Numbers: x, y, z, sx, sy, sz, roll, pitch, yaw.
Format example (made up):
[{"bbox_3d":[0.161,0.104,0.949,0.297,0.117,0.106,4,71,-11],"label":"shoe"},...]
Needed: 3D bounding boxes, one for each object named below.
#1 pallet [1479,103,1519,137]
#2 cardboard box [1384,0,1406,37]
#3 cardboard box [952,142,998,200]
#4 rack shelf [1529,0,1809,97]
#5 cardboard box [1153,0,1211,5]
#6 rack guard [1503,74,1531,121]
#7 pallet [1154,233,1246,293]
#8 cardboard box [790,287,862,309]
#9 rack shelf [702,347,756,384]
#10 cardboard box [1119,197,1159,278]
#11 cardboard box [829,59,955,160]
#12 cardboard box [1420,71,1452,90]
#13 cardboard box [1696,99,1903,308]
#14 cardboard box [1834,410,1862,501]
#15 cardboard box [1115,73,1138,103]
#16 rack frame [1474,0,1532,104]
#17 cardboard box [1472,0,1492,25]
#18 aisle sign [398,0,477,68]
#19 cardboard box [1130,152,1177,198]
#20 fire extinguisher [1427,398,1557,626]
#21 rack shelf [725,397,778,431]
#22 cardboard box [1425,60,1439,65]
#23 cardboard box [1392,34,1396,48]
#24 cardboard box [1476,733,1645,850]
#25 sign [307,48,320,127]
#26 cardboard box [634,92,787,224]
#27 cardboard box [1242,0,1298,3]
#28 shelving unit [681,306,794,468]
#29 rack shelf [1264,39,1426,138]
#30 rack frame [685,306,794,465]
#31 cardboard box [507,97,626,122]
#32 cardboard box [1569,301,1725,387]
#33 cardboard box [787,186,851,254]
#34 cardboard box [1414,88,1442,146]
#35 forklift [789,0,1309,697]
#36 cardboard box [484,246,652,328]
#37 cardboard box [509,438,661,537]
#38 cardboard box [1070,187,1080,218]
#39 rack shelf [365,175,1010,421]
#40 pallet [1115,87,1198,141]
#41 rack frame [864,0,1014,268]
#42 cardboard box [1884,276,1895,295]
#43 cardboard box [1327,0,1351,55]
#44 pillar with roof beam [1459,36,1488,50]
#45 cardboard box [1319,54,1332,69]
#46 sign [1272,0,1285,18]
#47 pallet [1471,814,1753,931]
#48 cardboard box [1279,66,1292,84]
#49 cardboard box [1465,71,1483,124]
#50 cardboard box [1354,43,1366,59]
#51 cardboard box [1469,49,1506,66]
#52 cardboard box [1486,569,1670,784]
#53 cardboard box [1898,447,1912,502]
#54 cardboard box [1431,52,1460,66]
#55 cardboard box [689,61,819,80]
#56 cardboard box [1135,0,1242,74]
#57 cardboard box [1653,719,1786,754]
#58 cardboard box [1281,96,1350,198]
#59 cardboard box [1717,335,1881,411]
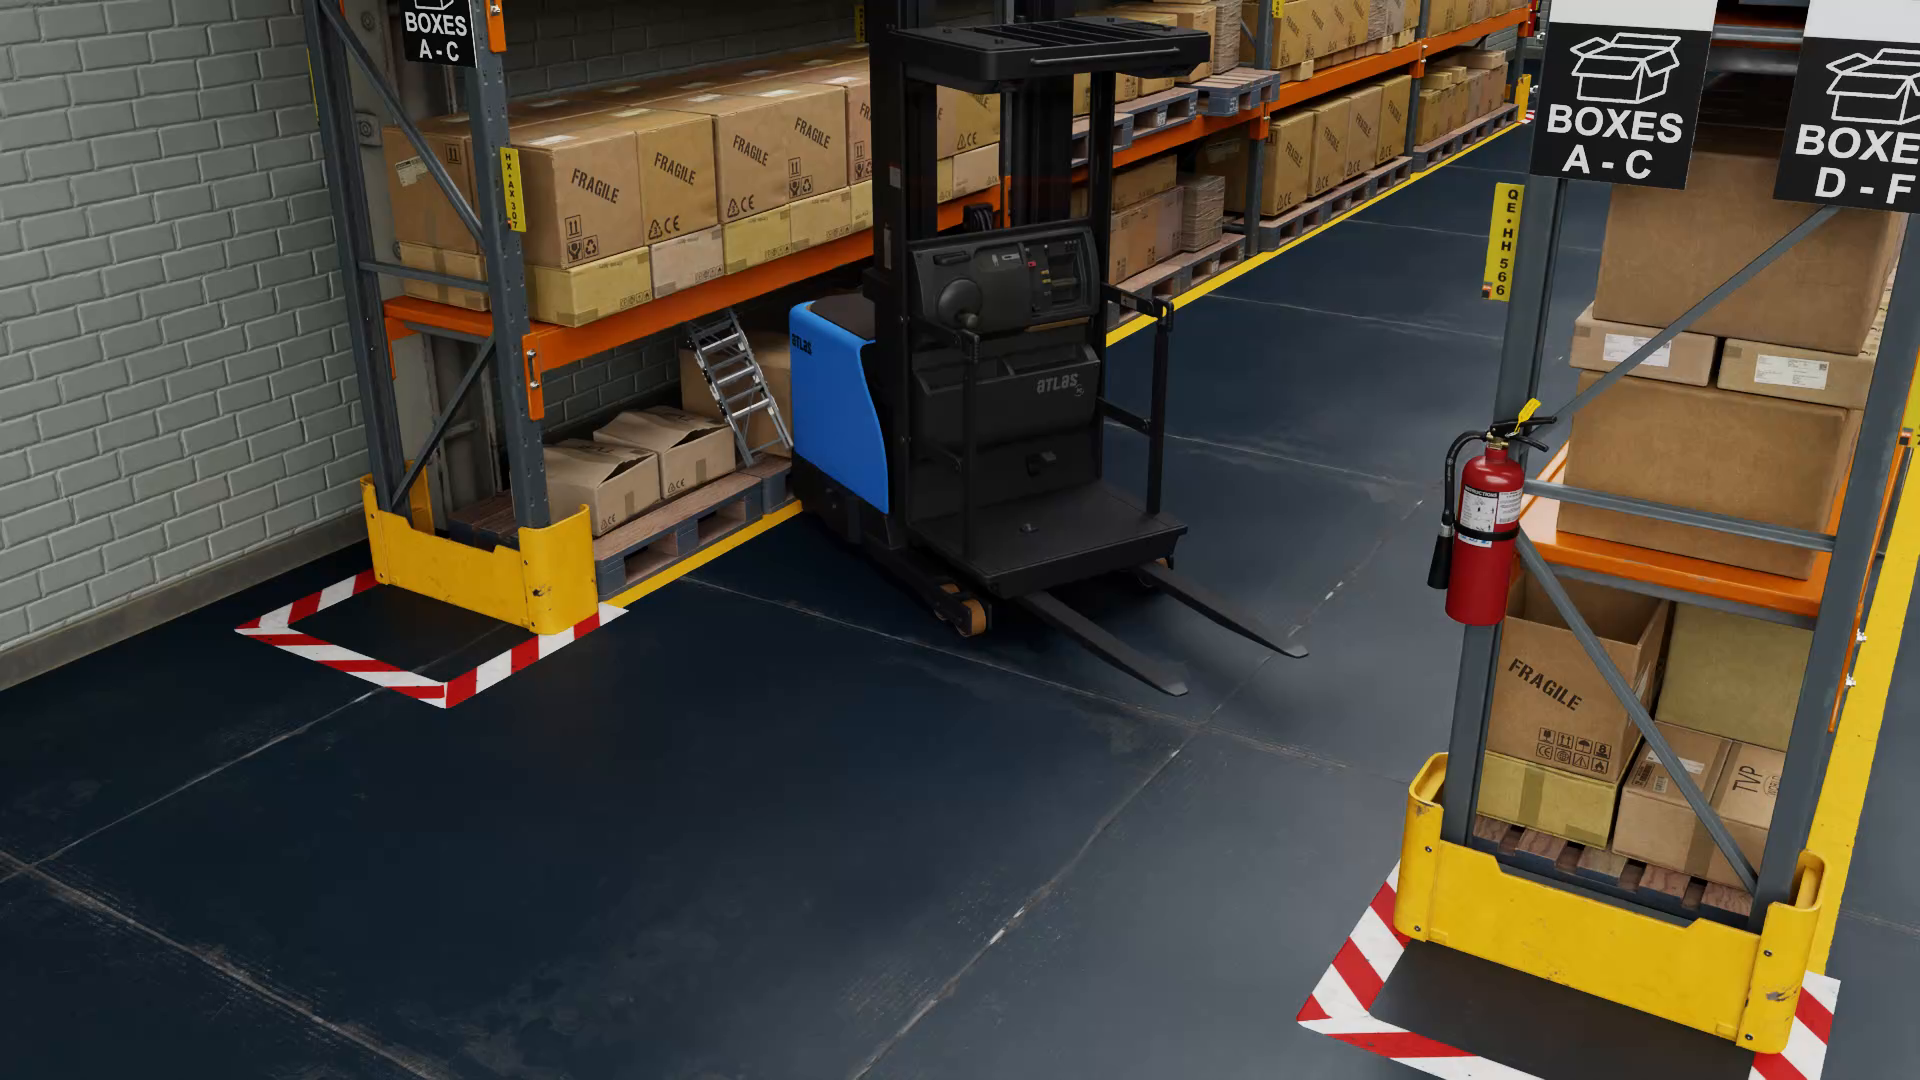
[{"bbox_3d":[5.850,-4.938,19.391,1.003,0.211,1.213,14,27,29],"label":"pallet"},{"bbox_3d":[3.805,-4.963,15.413,0.500,0.500,0.500,14,27,29],"label":"cardboard box"},{"bbox_3d":[-0.117,-2.171,9.653,0.500,0.250,0.500,14,27,29],"label":"cardboard box"},{"bbox_3d":[3.031,-1.789,5.736,1.077,0.370,4.000,14,27,29],"label":"rack shelf"},{"bbox_3d":[1.671,-4.115,12.484,0.380,0.149,0.250,9,25,20],"label":"cardboard box"},{"bbox_3d":[6.218,-5.365,20.014,1.175,0.500,0.348,14,27,29],"label":"rack guard"},{"bbox_3d":[1.572,-2.261,13.207,1.003,0.211,1.213,14,27,29],"label":"pallet"},{"bbox_3d":[-0.638,-1.150,9.724,0.500,0.500,0.500,12,26,25],"label":"cardboard box"},{"bbox_3d":[-1.172,-0.884,8.429,0.258,0.077,0.200,-25,4,-11],"label":"rack shelf"},{"bbox_3d":[1.041,-2.282,12.338,0.700,0.500,0.500,14,27,29],"label":"cardboard box"},{"bbox_3d":[-0.370,-2.344,9.110,0.500,0.500,0.500,14,27,29],"label":"cardboard box"},{"bbox_3d":[4.912,-4.806,17.377,0.380,0.149,0.250,15,28,31],"label":"cardboard box"},{"bbox_3d":[2.533,-1.060,5.164,0.700,0.500,0.500,13,27,28],"label":"cardboard box"},{"bbox_3d":[2.506,-0.446,5.379,0.700,0.500,0.500,15,27,30],"label":"cardboard box"},{"bbox_3d":[0.794,-3.282,11.377,0.700,0.500,0.500,18,29,36],"label":"cardboard box"},{"bbox_3d":[6.205,-6.504,19.499,1.000,3.000,0.127,14,27,29],"label":"rack frame"},{"bbox_3d":[5.160,-5.964,17.874,0.980,0.700,0.700,12,26,26],"label":"cardboard box"},{"bbox_3d":[-2.018,-2.210,6.307,0.394,0.787,0.004,14,27,29],"label":"aisle sign"},{"bbox_3d":[1.296,-2.770,12.521,0.500,0.250,0.500,14,27,30],"label":"cardboard box"},{"bbox_3d":[1.519,-0.089,4.777,0.296,0.674,0.183,14,27,29],"label":"fire extinguisher"},{"bbox_3d":[-1.061,-0.639,8.448,0.258,0.077,0.200,-25,4,-11],"label":"rack shelf"},{"bbox_3d":[5.016,-5.161,18.197,0.380,0.149,0.250,13,27,28],"label":"cardboard box"},{"bbox_3d":[3.869,-4.707,15.637,0.380,0.149,0.250,15,27,31],"label":"cardboard box"},{"bbox_3d":[2.007,0.759,5.653,0.500,0.250,0.500,14,27,29],"label":"cardboard box"},{"bbox_3d":[-2.696,-1.903,7.016,0.100,0.325,0.005,14,27,29],"label":"sign"},{"bbox_3d":[-1.181,-1.824,7.908,0.500,0.500,0.500,13,27,27],"label":"cardboard box"},{"bbox_3d":[2.459,-4.449,13.281,0.500,0.250,0.500,15,27,30],"label":"cardboard box"},{"bbox_3d":[-1.149,-0.833,8.433,0.258,0.900,0.210,-25,4,-11],"label":"shelving unit"},{"bbox_3d":[3.040,-4.149,14.964,1.077,0.370,4.000,14,27,29],"label":"rack shelf"},{"bbox_3d":[-1.127,-0.835,8.333,0.240,0.900,0.006,-25,4,-11],"label":"rack frame"},{"bbox_3d":[-1.893,-1.760,7.759,0.500,0.500,0.500,14,27,30],"label":"cardboard box"},{"bbox_3d":[2.015,-0.580,4.871,0.380,0.149,0.250,13,27,28],"label":"cardboard box"},{"bbox_3d":[-0.904,-1.662,8.476,0.500,0.250,0.500,14,27,29],"label":"cardboard box"},{"bbox_3d":[4.577,-4.431,17.327,0.700,0.500,0.500,14,27,30],"label":"cardboard box"},{"bbox_3d":[0.326,-1.131,7.173,1.130,2.935,3.031,-14,27,-28],"label":"forklift"},{"bbox_3d":[-1.708,-1.142,7.277,0.500,0.250,0.500,13,27,27],"label":"cardboard box"},{"bbox_3d":[-1.793,-0.287,7.967,0.500,0.311,0.500,11,26,23],"label":"cardboard box"},{"bbox_3d":[0.479,-2.254,11.330,0.500,0.250,0.500,13,27,28],"label":"cardboard box"},{"bbox_3d":[-1.180,-1.449,8.727,1.077,0.370,4.000,14,27,29],"label":"rack shelf"},{"bbox_3d":[0.976,-3.039,11.737,1.003,0.211,1.213,14,27,29],"label":"pallet"},{"bbox_3d":[-0.125,-2.454,10.143,1.000,3.000,0.127,14,27,29],"label":"rack frame"},{"bbox_3d":[2.770,-0.756,5.279,0.380,0.149,0.250,13,27,28],"label":"cardboard box"},{"bbox_3d":[3.006,-4.448,14.224,0.500,0.500,0.500,14,27,29],"label":"cardboard box"},{"bbox_3d":[10.552,-9.448,18.747,9.100,9.000,0.400,14,27,29],"label":"pillar with roof beam"},{"bbox_3d":[3.010,-4.201,14.469,0.380,0.149,0.250,14,27,30],"label":"cardboard box"},{"bbox_3d":[2.451,-4.189,12.792,0.100,0.325,0.005,14,27,29],"label":"sign"},{"bbox_3d":[2.343,0.946,5.800,1.003,0.211,1.213,14,27,29],"label":"pallet"},{"bbox_3d":[2.496,-3.844,13.644,0.380,0.149,0.250,14,27,30],"label":"cardboard box"},{"bbox_3d":[5.392,-4.954,18.535,0.700,0.500,0.500,13,27,27],"label":"cardboard box"},{"bbox_3d":[3.450,-4.455,15.056,0.380,0.149,0.250,13,27,28],"label":"cardboard box"},{"bbox_3d":[6.008,-5.509,19.001,0.380,0.149,0.250,14,27,28],"label":"cardboard box"},{"bbox_3d":[2.006,0.414,5.505,0.500,0.500,0.500,14,27,29],"label":"cardboard box"},{"bbox_3d":[4.509,-0.432,8.405,0.500,0.250,0.500,13,27,28],"label":"cardboard box"},{"bbox_3d":[5.418,-5.419,18.793,0.380,0.149,0.250,14,27,29],"label":"cardboard box"},{"bbox_3d":[-1.094,-2.283,8.967,0.500,0.500,0.500,15,27,30],"label":"cardboard box"},{"bbox_3d":[1.746,-3.891,12.783,0.700,0.500,0.500,11,26,23],"label":"cardboard box"},{"bbox_3d":[2.708,0.698,5.794,0.500,0.250,0.500,14,27,29],"label":"cardboard box"},{"bbox_3d":[2.952,-3.525,14.795,0.750,0.750,0.750,14,27,29],"label":"cardboard box"},{"bbox_3d":[2.365,-0.498,4.682,0.380,0.149,0.250,14,27,29],"label":"cardboard box"}]
